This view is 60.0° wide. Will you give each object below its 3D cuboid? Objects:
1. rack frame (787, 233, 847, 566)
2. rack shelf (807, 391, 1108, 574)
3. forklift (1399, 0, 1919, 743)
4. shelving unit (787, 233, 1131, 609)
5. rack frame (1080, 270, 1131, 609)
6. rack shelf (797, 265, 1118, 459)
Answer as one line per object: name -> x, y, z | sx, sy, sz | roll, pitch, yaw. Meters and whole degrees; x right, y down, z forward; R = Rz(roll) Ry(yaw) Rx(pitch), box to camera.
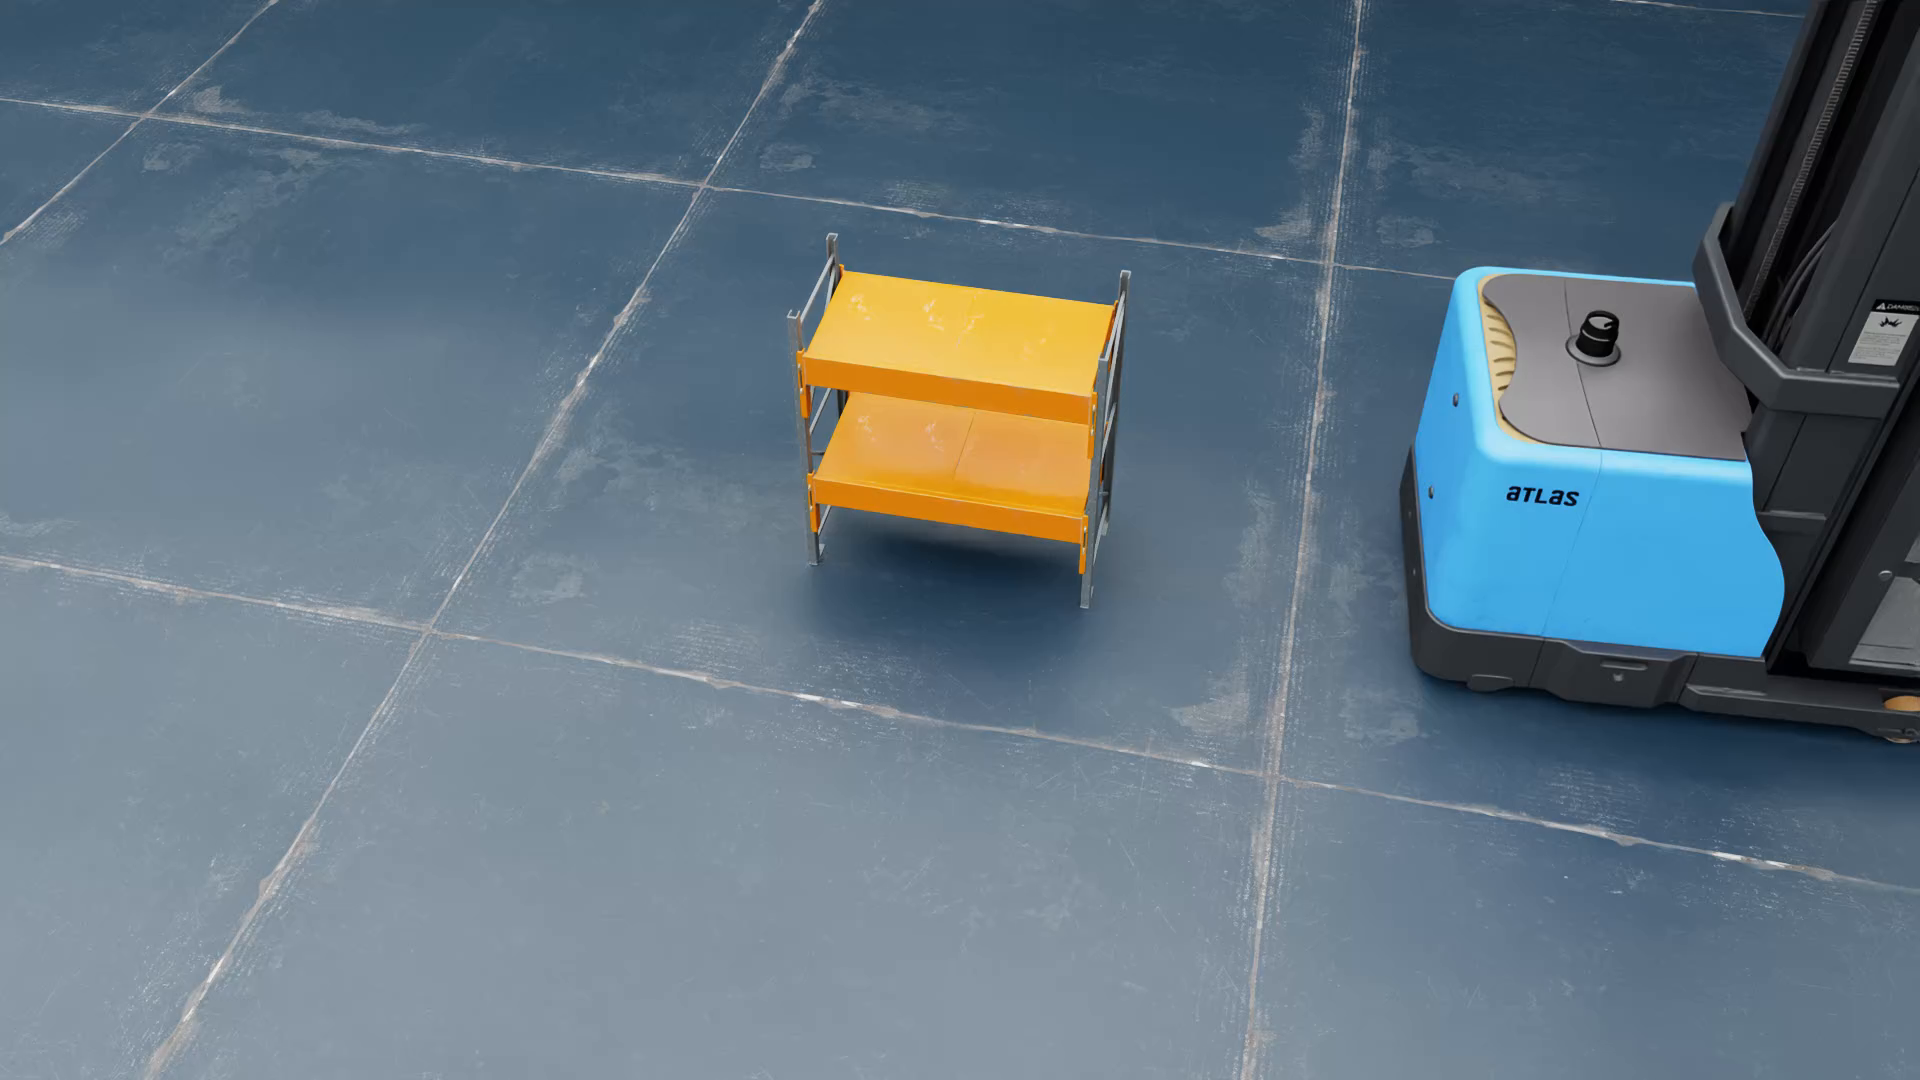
rack frame -> -0.489, -0.481, 5.939 | 0.032, 1.125, 0.500 | 9, 45, 9
rack shelf -> 0.007, -0.228, 6.028 | 1.000, 0.278, 0.538 | 9, 45, 9
forklift -> 3.117, -0.756, 4.922 | 3.031, 2.935, 1.130 | 5, 44, 6
shelving unit -> 0.007, -0.404, 5.859 | 1.048, 1.125, 0.538 | 9, 45, 9
rack frame -> 0.503, -0.327, 5.779 | 0.032, 1.125, 0.500 | 9, 45, 9
rack shelf -> 0.007, -0.615, 5.656 | 1.000, 0.278, 0.538 | 9, 45, 9
